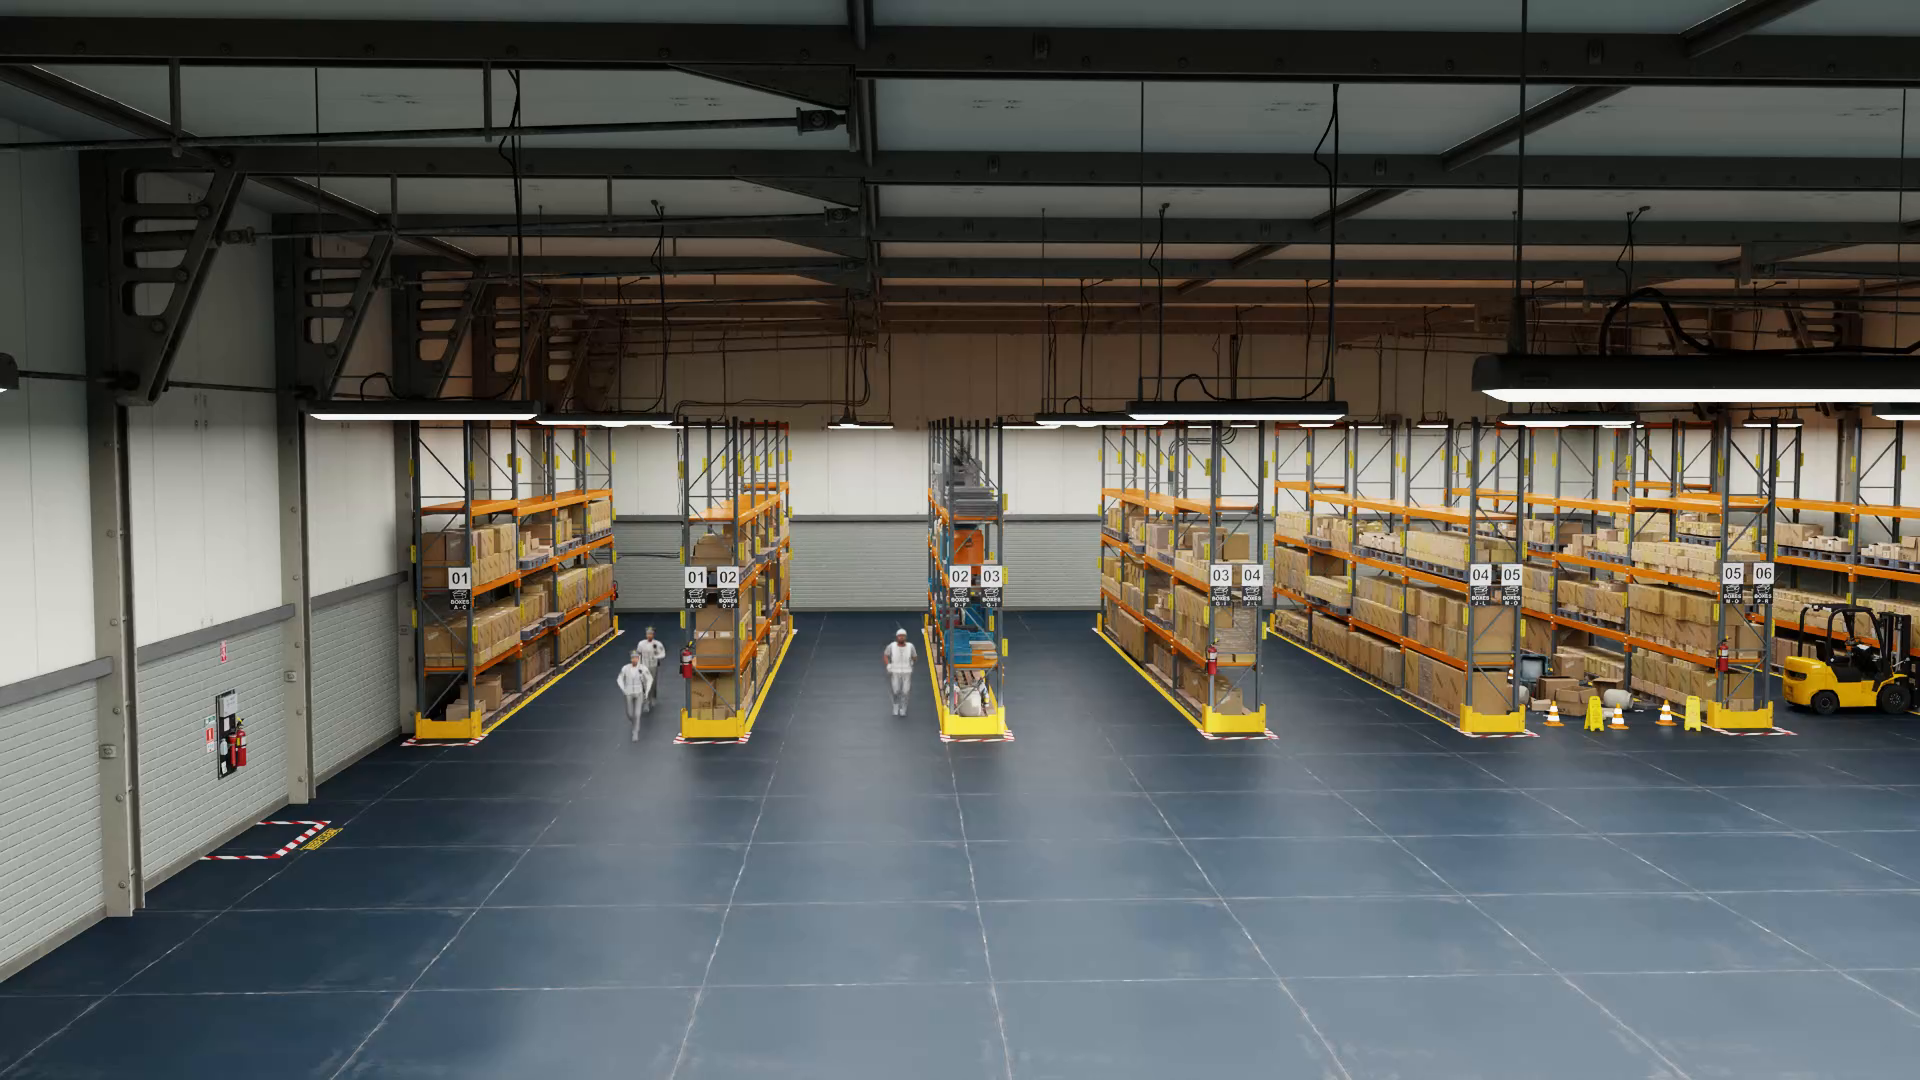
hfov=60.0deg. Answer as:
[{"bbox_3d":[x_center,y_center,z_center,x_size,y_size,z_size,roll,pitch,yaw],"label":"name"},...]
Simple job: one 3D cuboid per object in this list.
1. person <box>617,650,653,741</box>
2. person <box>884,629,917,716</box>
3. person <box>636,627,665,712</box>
[{"bbox_3d":[-6.073,2.882,31.076,0.657,1.672,0.622,0,4,-2],"label":"person"},{"bbox_3d":[-1.175,2.665,33.295,0.666,1.746,0.615,0,4,-7],"label":"person"},{"bbox_3d":[-6.362,2.627,34.178,0.614,1.707,0.854,0,4,-7],"label":"person"}]
